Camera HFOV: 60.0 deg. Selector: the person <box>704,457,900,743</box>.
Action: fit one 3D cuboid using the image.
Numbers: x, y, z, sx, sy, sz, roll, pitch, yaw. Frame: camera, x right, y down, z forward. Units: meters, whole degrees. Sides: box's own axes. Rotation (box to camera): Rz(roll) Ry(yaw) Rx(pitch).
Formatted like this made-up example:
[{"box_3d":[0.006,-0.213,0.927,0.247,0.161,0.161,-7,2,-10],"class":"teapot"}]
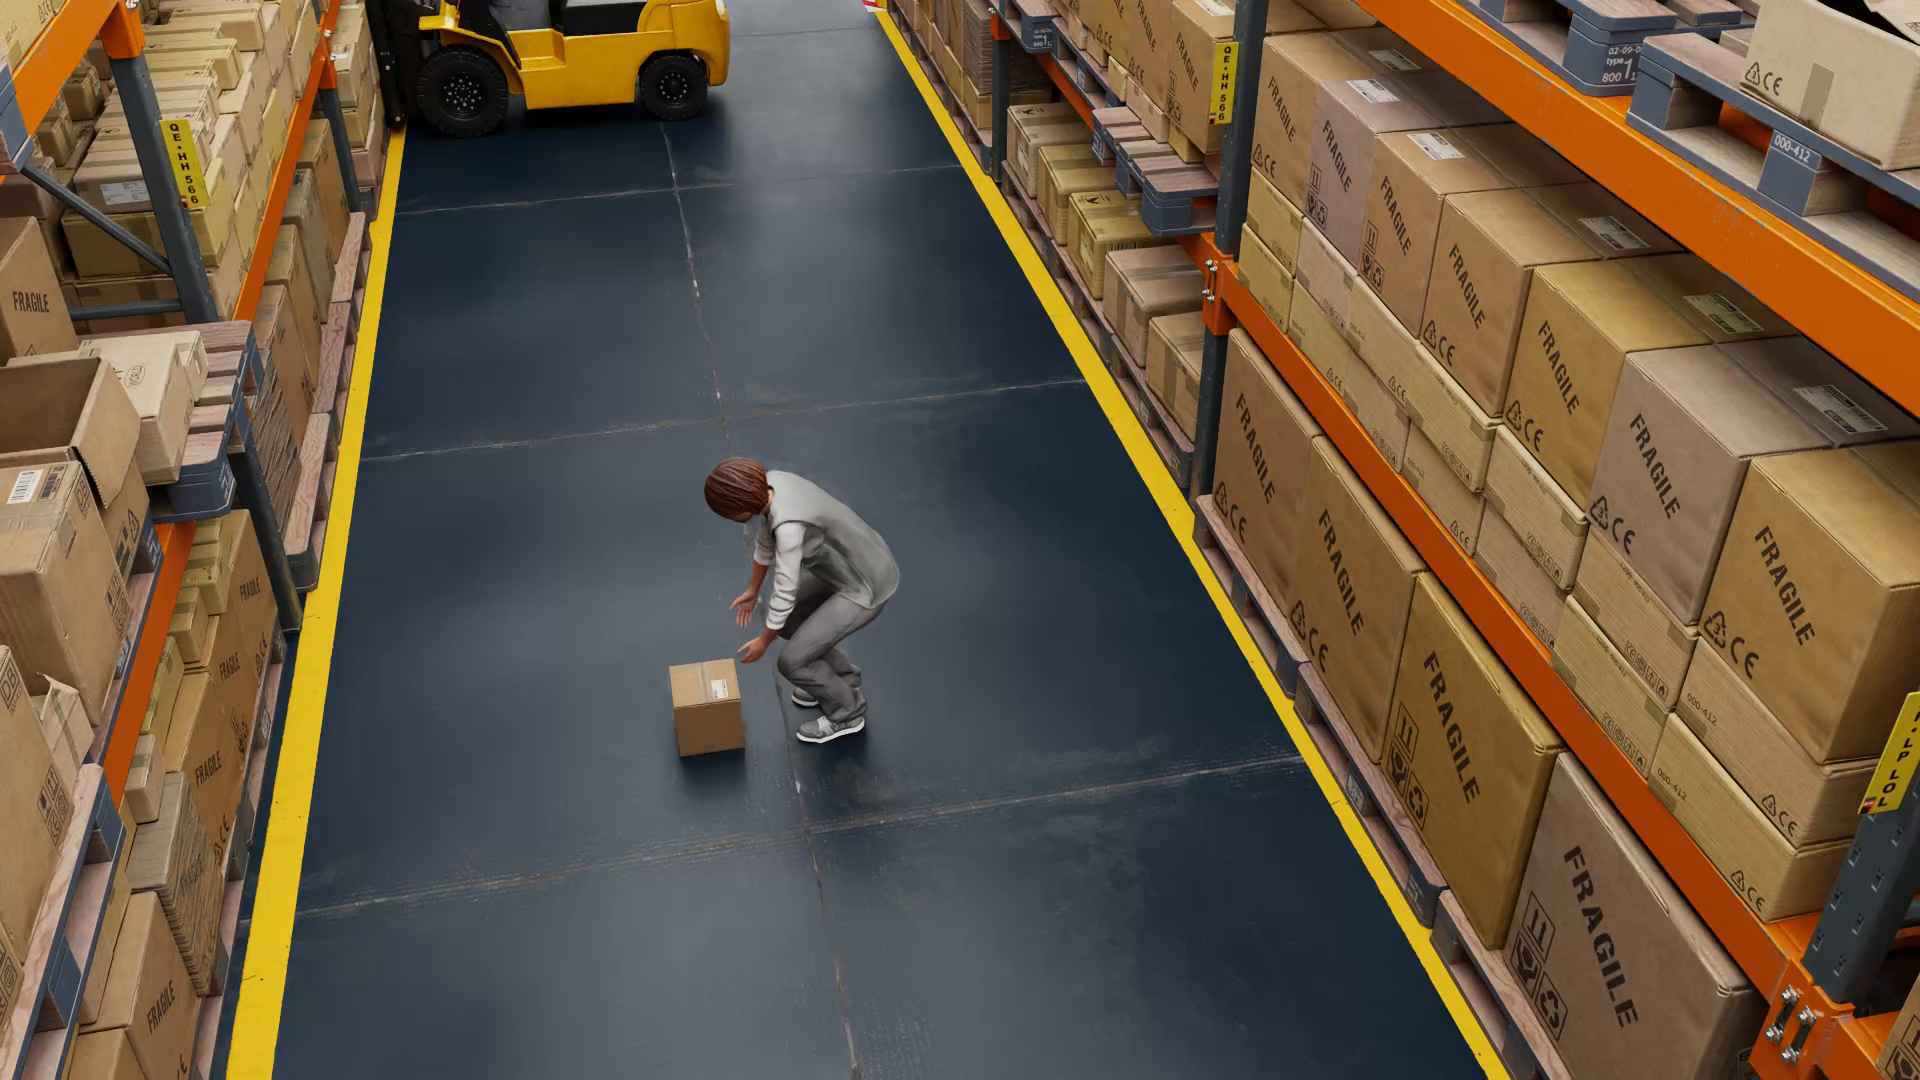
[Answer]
[{"box_3d":[-0.559,0.208,6.169,0.688,1.242,0.462,-7,35,-10],"class":"person"}]
